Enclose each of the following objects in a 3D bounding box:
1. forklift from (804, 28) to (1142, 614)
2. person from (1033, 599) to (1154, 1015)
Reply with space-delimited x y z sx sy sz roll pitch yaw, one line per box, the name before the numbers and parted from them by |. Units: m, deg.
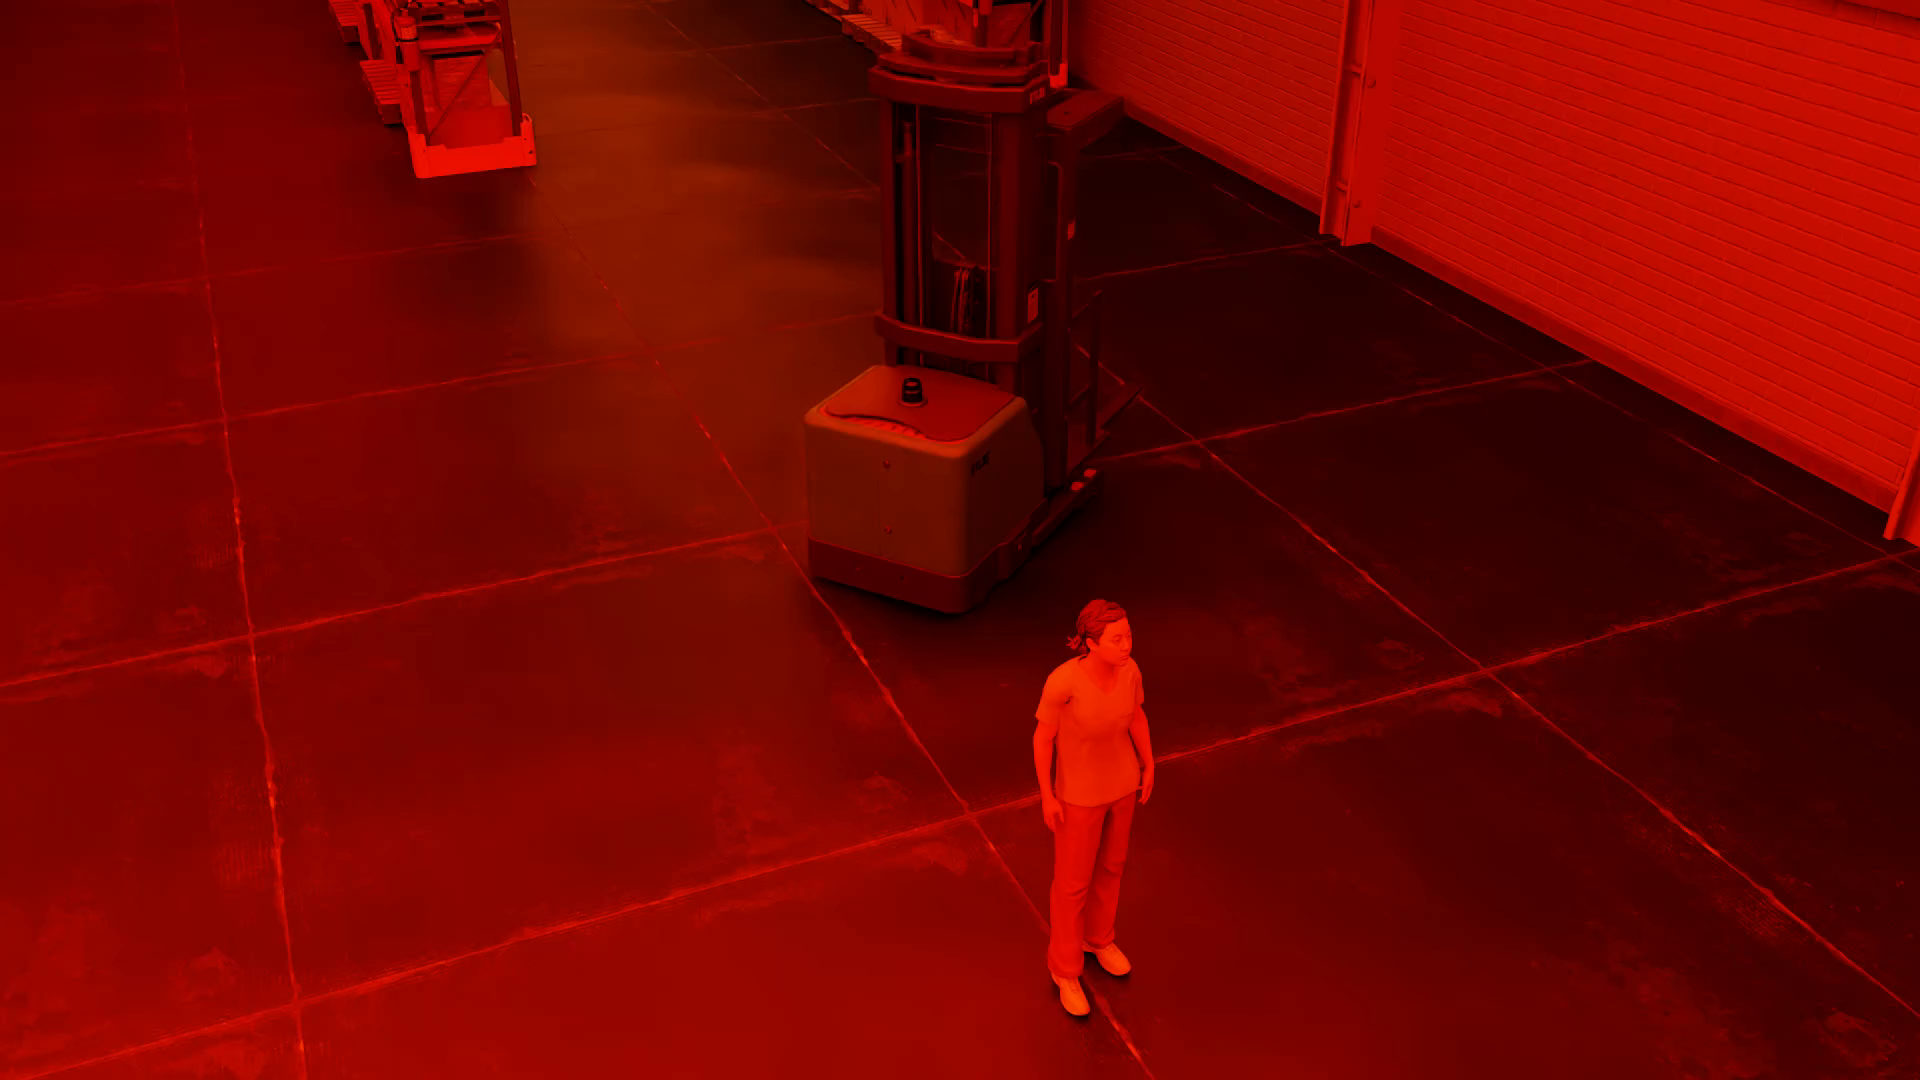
forklift | 0.257 -1.567 9.861 1.130 2.935 3.031 15 33 24
person | 0.572 1.027 6.574 0.554 1.673 0.548 -16 33 -26
